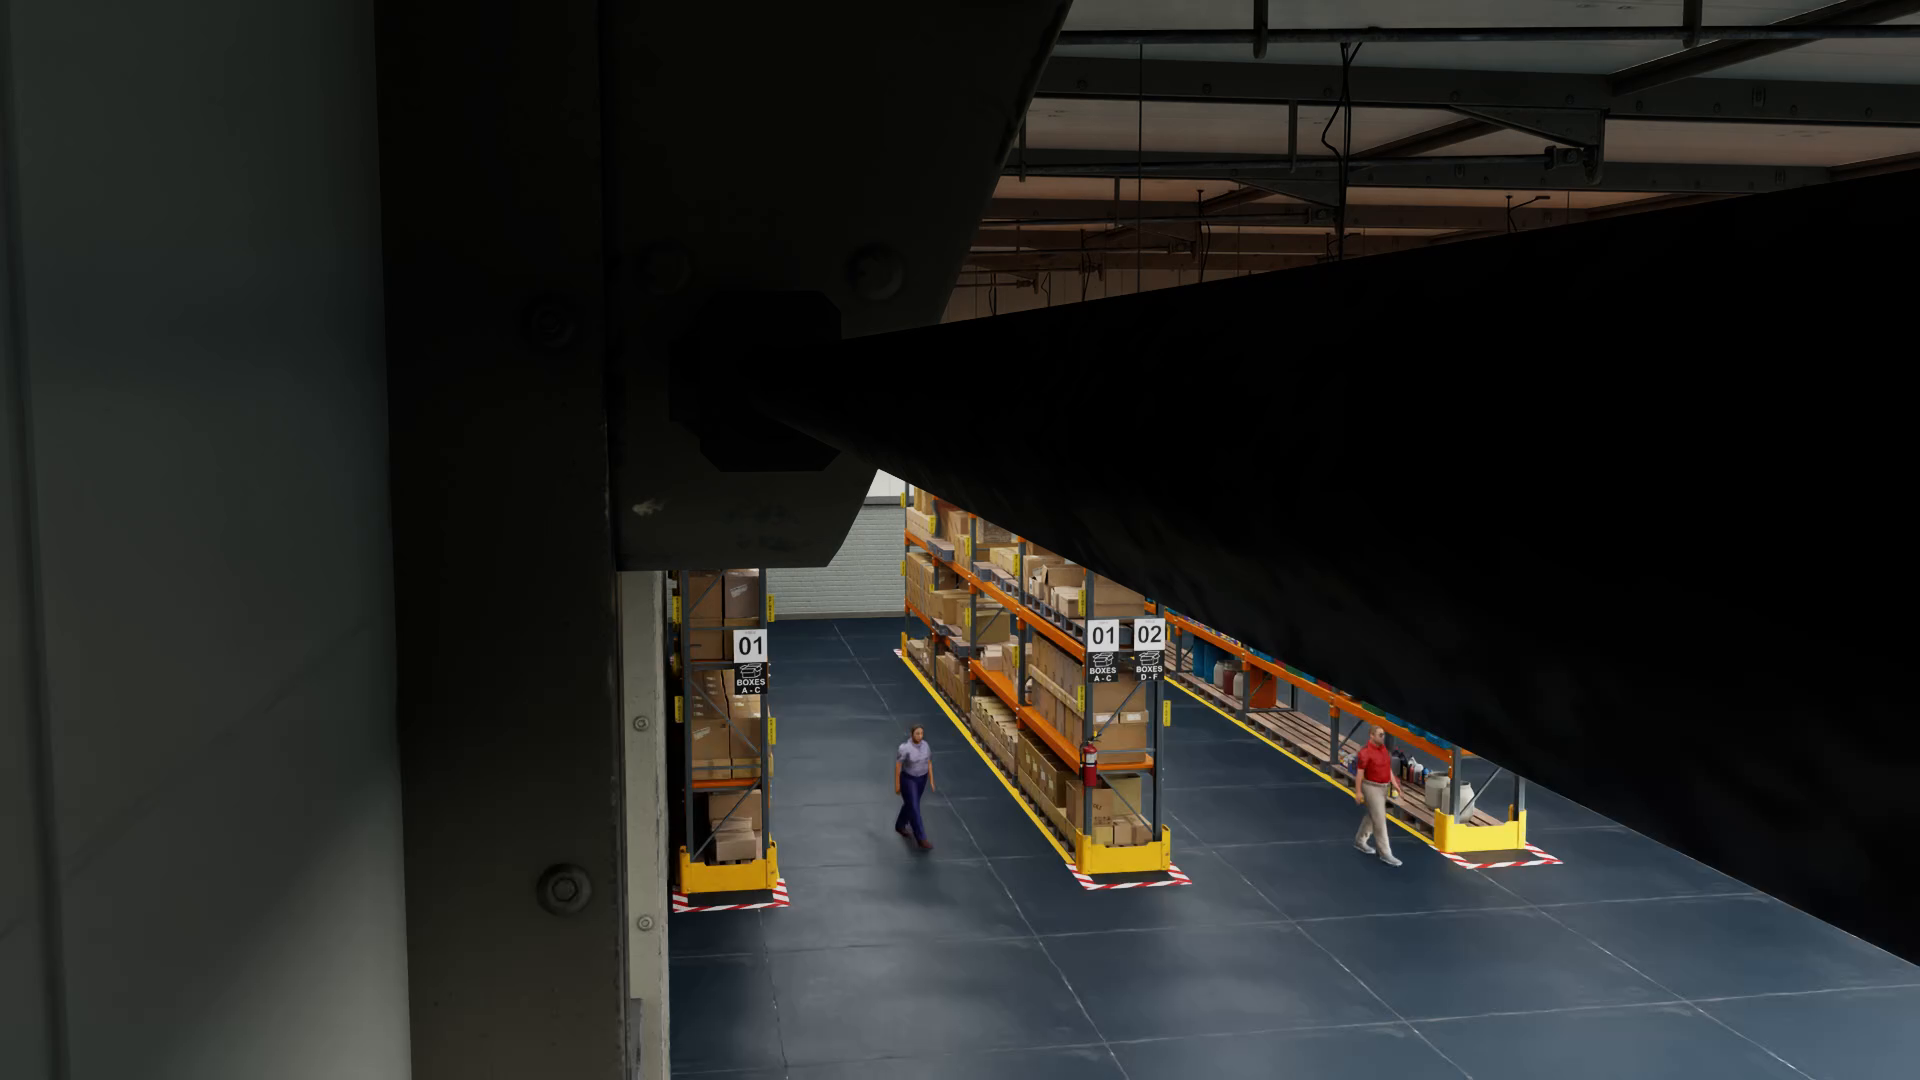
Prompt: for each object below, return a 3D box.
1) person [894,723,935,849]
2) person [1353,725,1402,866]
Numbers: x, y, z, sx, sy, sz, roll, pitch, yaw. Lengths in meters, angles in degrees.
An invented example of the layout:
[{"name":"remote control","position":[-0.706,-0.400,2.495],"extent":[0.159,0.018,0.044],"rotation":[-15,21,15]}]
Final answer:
[{"name":"person","position":[-0.583,3.225,22.096],"extent":[0.991,1.592,0.525],"rotation":[6,8,43]},{"name":"person","position":[5.435,3.245,21.434],"extent":[0.812,1.697,0.575],"rotation":[5,8,40]}]
